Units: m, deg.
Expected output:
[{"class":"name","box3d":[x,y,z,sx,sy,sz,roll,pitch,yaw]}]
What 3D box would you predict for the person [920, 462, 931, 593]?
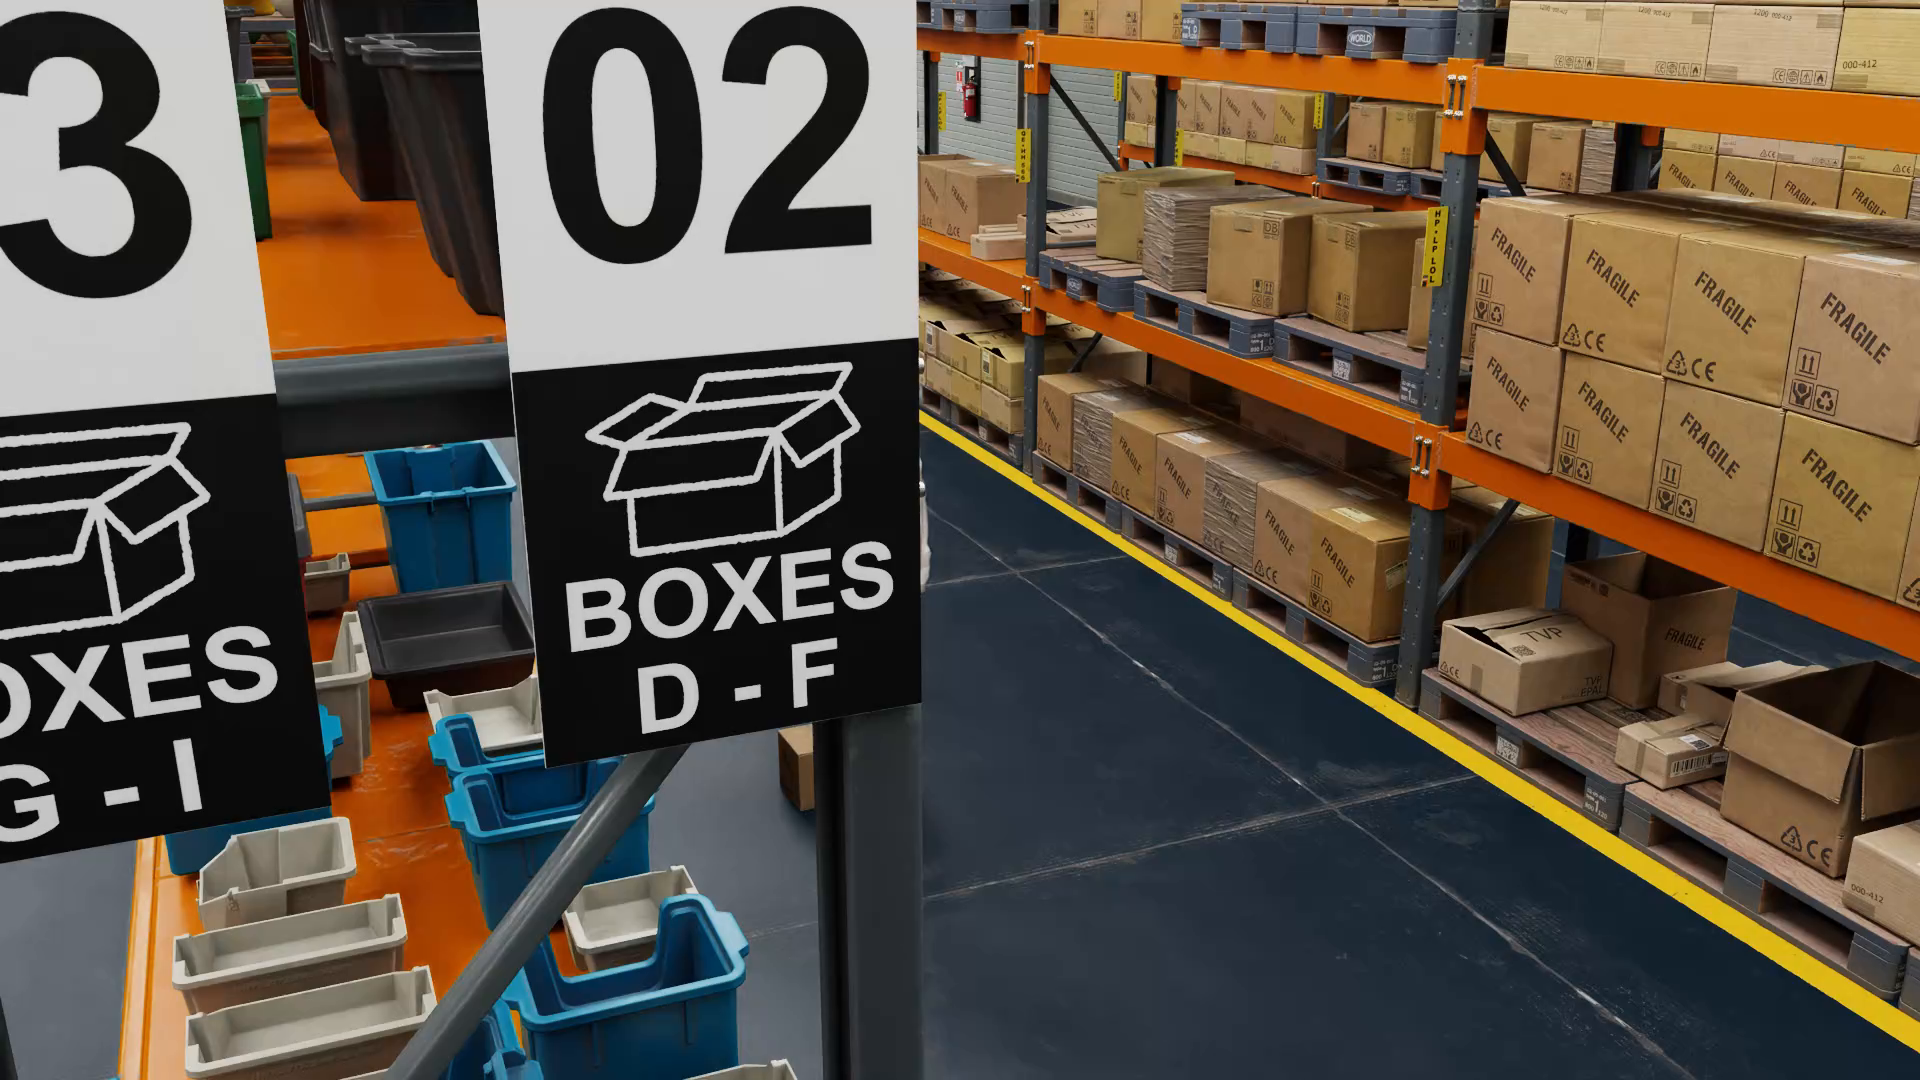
[{"class":"person","box3d":[-0.367,0.163,6.553,0.458,1.761,0.638,-9,21,-24]}]
